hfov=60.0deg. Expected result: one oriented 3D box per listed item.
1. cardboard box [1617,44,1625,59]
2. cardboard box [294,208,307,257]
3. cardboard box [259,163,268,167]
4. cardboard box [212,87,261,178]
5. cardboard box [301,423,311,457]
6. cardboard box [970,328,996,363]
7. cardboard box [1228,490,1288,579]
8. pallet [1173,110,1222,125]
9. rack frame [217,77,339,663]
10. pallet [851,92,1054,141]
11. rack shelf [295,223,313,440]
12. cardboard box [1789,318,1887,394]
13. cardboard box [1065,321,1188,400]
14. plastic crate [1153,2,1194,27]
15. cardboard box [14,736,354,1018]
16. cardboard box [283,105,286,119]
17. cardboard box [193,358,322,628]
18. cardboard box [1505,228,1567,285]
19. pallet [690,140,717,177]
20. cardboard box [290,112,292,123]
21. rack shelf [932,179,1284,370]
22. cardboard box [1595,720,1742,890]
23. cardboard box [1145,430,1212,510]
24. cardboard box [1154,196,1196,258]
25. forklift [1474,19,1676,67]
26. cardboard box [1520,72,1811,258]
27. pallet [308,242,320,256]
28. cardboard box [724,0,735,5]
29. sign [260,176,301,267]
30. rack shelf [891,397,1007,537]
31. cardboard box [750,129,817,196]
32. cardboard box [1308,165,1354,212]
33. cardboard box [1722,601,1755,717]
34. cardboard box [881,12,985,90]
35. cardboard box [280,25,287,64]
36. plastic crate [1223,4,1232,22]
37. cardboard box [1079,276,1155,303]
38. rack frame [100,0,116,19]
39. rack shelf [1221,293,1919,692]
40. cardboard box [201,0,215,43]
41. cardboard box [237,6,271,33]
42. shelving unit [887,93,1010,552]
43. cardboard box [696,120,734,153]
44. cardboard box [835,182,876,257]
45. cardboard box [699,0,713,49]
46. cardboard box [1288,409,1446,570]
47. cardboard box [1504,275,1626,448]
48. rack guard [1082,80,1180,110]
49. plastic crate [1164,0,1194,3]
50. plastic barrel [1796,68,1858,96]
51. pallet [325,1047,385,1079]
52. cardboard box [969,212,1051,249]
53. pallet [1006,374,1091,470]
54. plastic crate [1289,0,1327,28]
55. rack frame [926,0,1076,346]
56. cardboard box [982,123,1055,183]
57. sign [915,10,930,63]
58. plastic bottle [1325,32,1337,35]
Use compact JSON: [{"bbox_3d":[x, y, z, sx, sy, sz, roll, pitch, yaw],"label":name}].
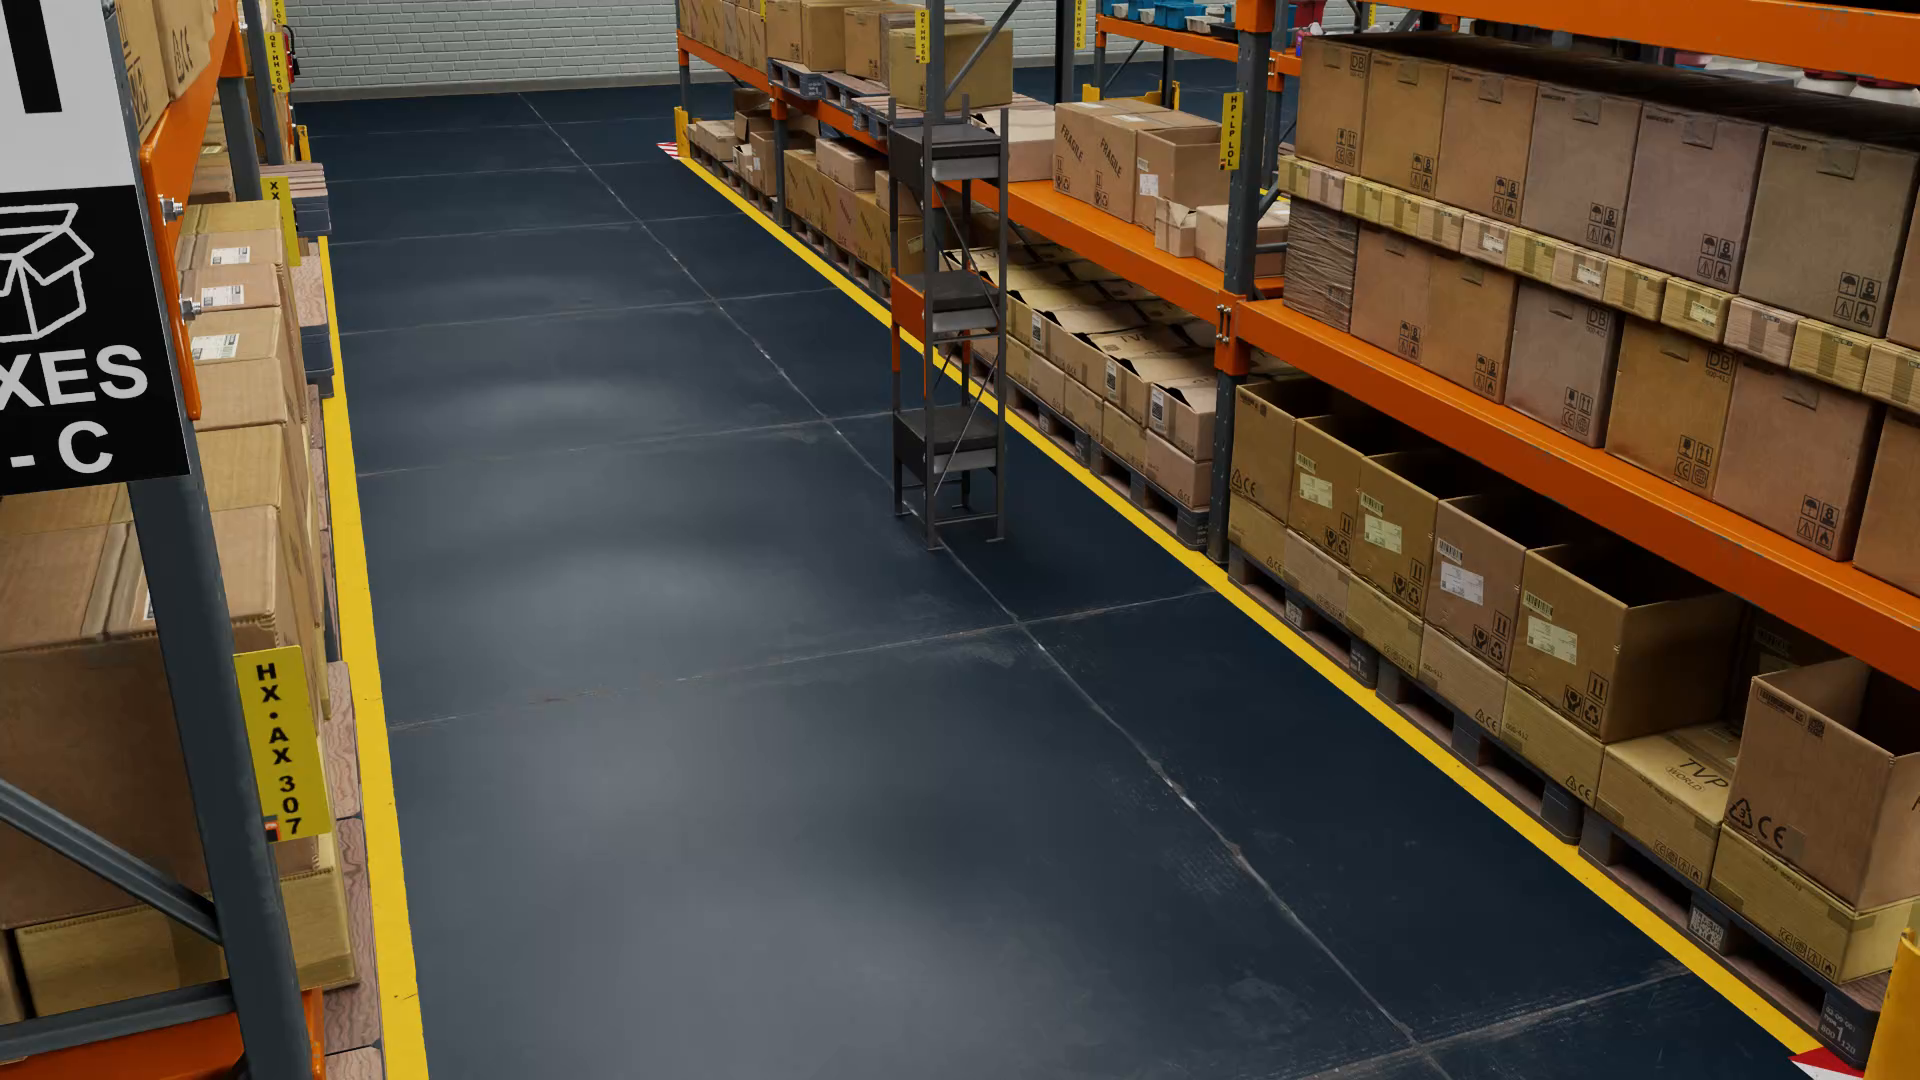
[{"bbox_3d":[7.965,-5.077,18.628,0.875,0.875,0.875,-8,24,-19],"label":"cardboard box"},{"bbox_3d":[-4.806,-1.927,11.186,0.750,0.750,0.750,-8,24,-19],"label":"cardboard box"},{"bbox_3d":[-4.265,-2.164,9.821,0.380,0.149,0.250,-9,24,-20],"label":"cardboard box"},{"bbox_3d":[-3.967,-1.999,8.437,0.700,0.500,0.500,-11,25,-24],"label":"cardboard box"},{"bbox_3d":[-2.333,-0.293,5.252,0.500,0.250,0.500,-8,24,-19],"label":"cardboard box"},{"bbox_3d":[0.356,-1.314,10.505,0.500,0.250,0.500,-9,24,-20],"label":"cardboard box"},{"bbox_3d":[1.561,-0.063,7.538,0.500,0.250,0.500,-8,24,-19],"label":"cardboard box"},{"bbox_3d":[2.332,-4.796,19.356,1.003,0.211,1.213,-8,24,-19],"label":"pallet"},{"bbox_3d":[-2.952,-0.666,5.968,1.000,3.000,0.127,-8,24,-19],"label":"rack frame"},{"bbox_3d":[-0.037,-2.949,11.631,1.213,0.211,1.003,-8,24,-19],"label":"pallet"},{"bbox_3d":[-3.659,-1.061,7.832,1.077,0.370,4.000,-8,24,-19],"label":"rack shelf"},{"bbox_3d":[2.596,-0.539,4.703,0.380,0.149,0.250,-9,24,-20],"label":"cardboard box"},{"bbox_3d":[0.906,-1.010,9.061,0.500,0.311,0.500,-8,24,-19],"label":"cardboard box"},{"bbox_3d":[2.321,-5.723,18.104,0.416,0.233,0.300,-8,24,-19],"label":"plastic crate"},{"bbox_3d":[-1.414,0.626,3.069,0.500,0.250,0.500,-9,25,-21],"label":"cardboard box"},{"bbox_3d":[-4.648,-2.895,10.720,0.500,0.500,0.500,-8,24,-19],"label":"cardboard box"},{"bbox_3d":[-1.768,-0.083,3.786,0.500,0.500,0.500,-9,25,-21],"label":"cardboard box"},{"bbox_3d":[2.145,-1.006,5.810,0.380,0.149,0.250,-9,24,-19],"label":"cardboard box"},{"bbox_3d":[-2.249,-4.105,17.718,1.003,0.211,1.213,-8,24,-19],"label":"pallet"},{"bbox_3d":[-6.544,-4.012,15.749,0.380,0.149,0.250,-8,24,-18],"label":"cardboard box"},{"bbox_3d":[0.974,-1.742,9.448,1.077,0.370,4.000,-8,24,-19],"label":"rack shelf"},{"bbox_3d":[2.440,0.846,5.381,0.500,0.250,0.500,-8,24,-19],"label":"cardboard box"},{"bbox_3d":[1.263,-0.384,8.300,0.500,0.250,0.500,-9,24,-20],"label":"cardboard box"},{"bbox_3d":[1.198,-1.579,8.308,0.396,0.266,0.258,-9,24,-20],"label":"cardboard box"},{"bbox_3d":[3.529,-2.265,9.850,1.130,2.935,3.031,7,24,16],"label":"forklift"},{"bbox_3d":[2.375,-1.284,5.634,0.700,0.500,0.500,-8,24,-19],"label":"cardboard box"},{"bbox_3d":[-5.435,-2.018,12.766,1.003,0.211,1.213,-8,24,-19],"label":"pallet"},{"bbox_3d":[-1.928,-5.278,15.494,0.500,0.500,0.500,-8,24,-19],"label":"cardboard box"},{"bbox_3d":[-2.447,-1.142,5.983,0.100,0.325,0.005,-8,24,-19],"label":"sign"},{"bbox_3d":[-0.058,-0.370,8.262,0.431,0.518,0.480,-8,24,-19],"label":"rack shelf"},{"bbox_3d":[-1.612,-3.473,15.279,0.500,0.500,0.500,-8,24,-19],"label":"cardboard box"},{"bbox_3d":[1.683,-1.477,6.928,0.380,0.149,0.250,-8,24,-18],"label":"cardboard box"},{"bbox_3d":[2.745,0.248,5.834,0.500,0.500,0.500,-8,24,-19],"label":"cardboard box"},{"bbox_3d":[-0.205,-3.612,12.288,0.700,0.500,0.500,-4,23,-9],"label":"cardboard box"},{"bbox_3d":[-6.734,-4.718,15.195,0.980,0.700,0.700,-9,24,-19],"label":"cardboard box"},{"bbox_3d":[3.042,-5.625,17.872,0.416,0.233,0.300,-8,24,-19],"label":"plastic crate"},{"bbox_3d":[1.049,-1.457,10.122,0.500,0.311,0.500,-9,24,-19],"label":"cardboard box"},{"bbox_3d":[-1.539,-1.977,1.355,1.000,3.000,0.127,-8,24,-19],"label":"rack frame"},{"bbox_3d":[2.387,-0.289,6.000,1.077,0.370,4.000,-8,24,-19],"label":"rack shelf"},{"bbox_3d":[-1.767,-1.194,3.205,0.500,0.500,0.500,-7,24,-17],"label":"cardboard box"},{"bbox_3d":[-4.655,-3.234,10.558,0.500,0.250,0.500,-8,24,-19],"label":"cardboard box"},{"bbox_3d":[-0.058,-1.028,7.985,0.431,2.100,0.503,-8,24,-19],"label":"shelving unit"},{"bbox_3d":[-2.455,-4.225,17.385,0.500,0.250,0.500,-8,24,-19],"label":"cardboard box"},{"bbox_3d":[-0.656,-2.537,13.059,0.500,0.500,0.500,-9,25,-21],"label":"cardboard box"},{"bbox_3d":[-2.286,-5.186,16.564,0.500,0.500,0.500,-8,24,-19],"label":"cardboard box"},{"bbox_3d":[1.736,-0.227,6.961,0.500,0.500,0.500,-8,24,-19],"label":"cardboard box"},{"bbox_3d":[2.391,-0.673,5.857,0.700,0.500,0.500,-8,24,-17],"label":"cardboard box"},{"bbox_3d":[2.056,-5.241,20.040,1.175,0.500,0.348,-8,24,-19],"label":"rack guard"},{"bbox_3d":[2.370,-6.333,19.292,0.616,0.435,0.499,-8,24,-19],"label":"plastic crate"},{"bbox_3d":[5.771,-2.889,11.068,0.433,0.535,0.433,0,23,0],"label":"plastic barrel"},{"bbox_3d":[-1.820,1.745,3.839,1.003,0.211,1.213,-8,24,-19],"label":"pallet"},{"bbox_3d":[0.374,-2.056,11.918,0.500,0.500,0.500,-7,24,-17],"label":"cardboard box"},{"bbox_3d":[0.949,-0.768,9.801,1.003,0.211,1.213,-8,24,-19],"label":"pallet"},{"bbox_3d":[3.409,-5.348,16.917,0.402,0.464,0.583,-8,24,-19],"label":"plastic crate"},{"bbox_3d":[0.268,-2.800,11.032,1.000,3.000,0.127,-8,24,-19],"label":"rack frame"},{"bbox_3d":[0.403,-2.408,10.216,0.500,0.311,0.500,-9,24,-20],"label":"cardboard box"},{"bbox_3d":[-0.237,-3.220,10.638,0.100,0.325,0.005,-8,24,-19],"label":"sign"},{"bbox_3d":[3.426,-4.522,15.275,0.152,0.276,0.135,-8,24,-19],"label":"plastic bottle"}]
